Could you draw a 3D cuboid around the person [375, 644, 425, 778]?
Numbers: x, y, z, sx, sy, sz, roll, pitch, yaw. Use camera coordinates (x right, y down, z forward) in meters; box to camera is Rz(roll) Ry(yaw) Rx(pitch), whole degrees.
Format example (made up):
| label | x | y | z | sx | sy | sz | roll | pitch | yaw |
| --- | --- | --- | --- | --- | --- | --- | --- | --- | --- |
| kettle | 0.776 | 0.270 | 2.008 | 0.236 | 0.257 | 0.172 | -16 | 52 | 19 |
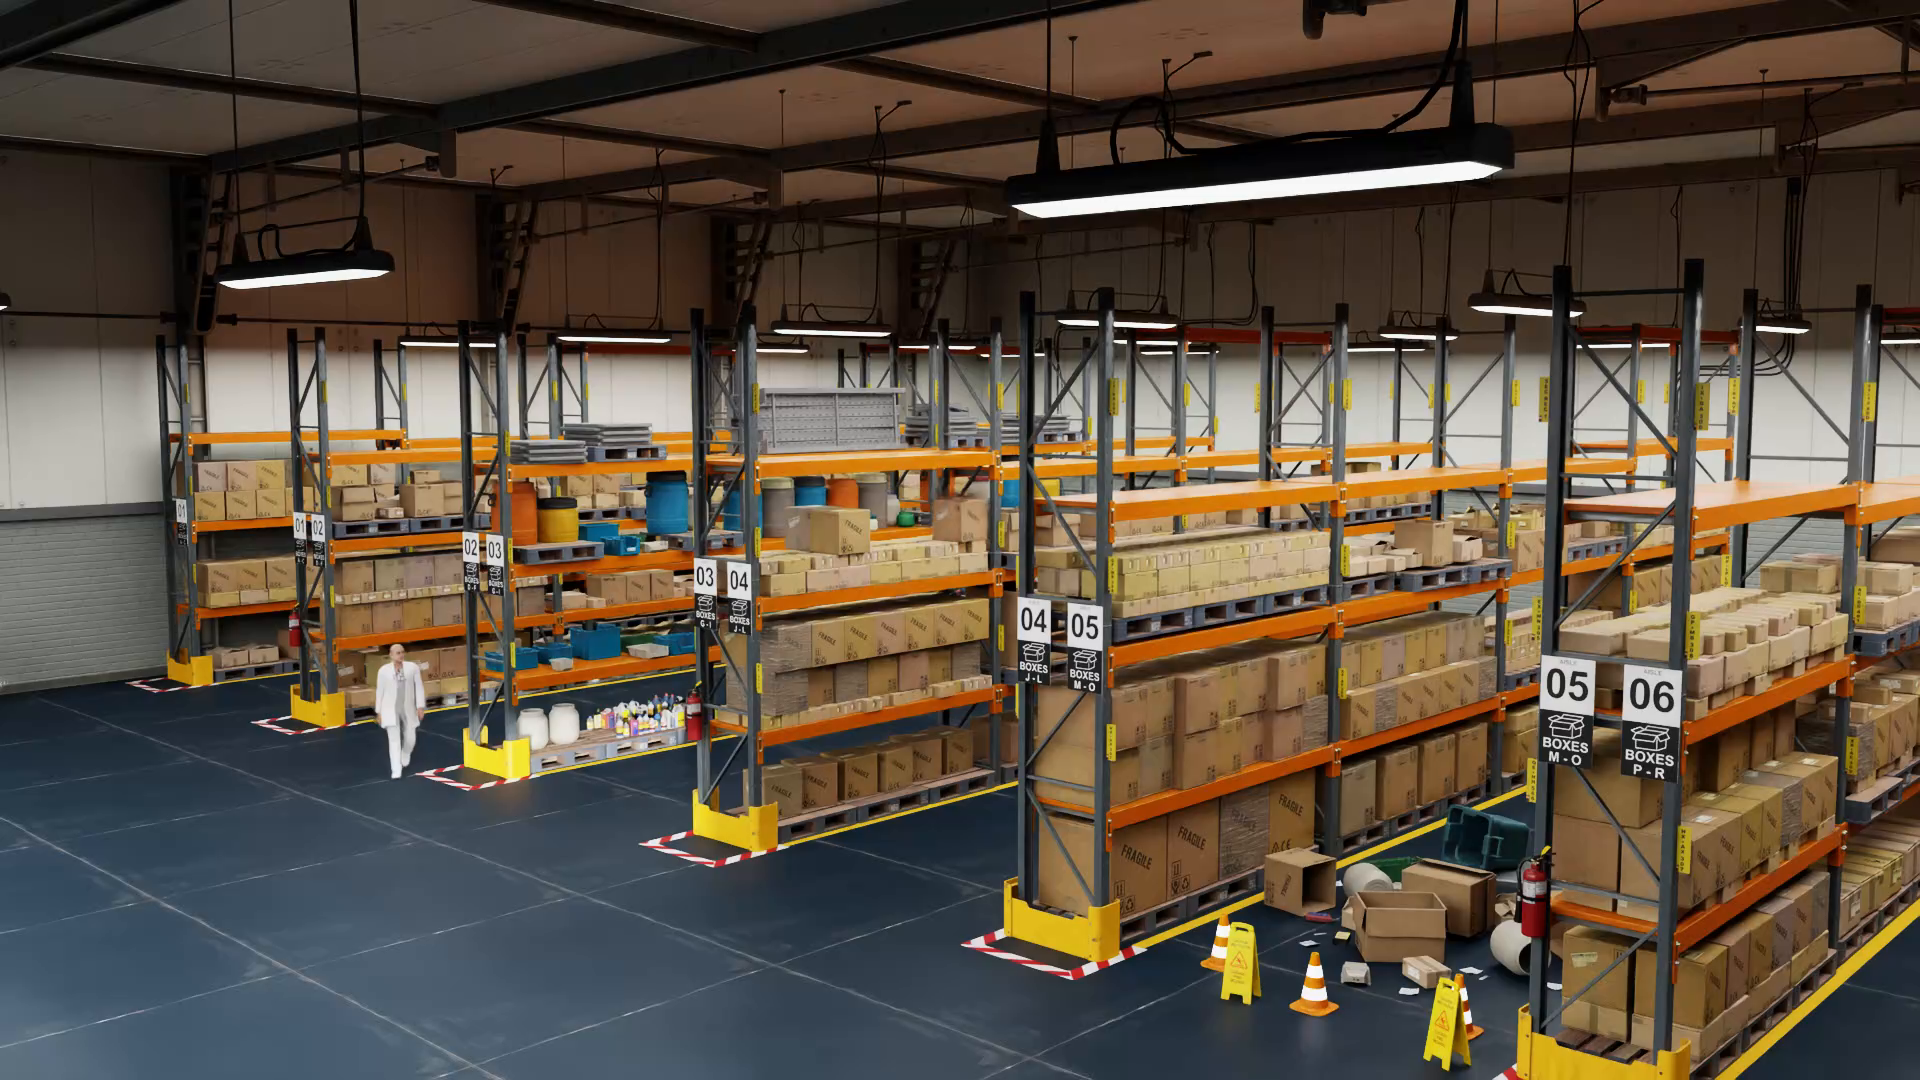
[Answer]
| label | x | y | z | sx | sy | sz | roll | pitch | yaw |
| --- | --- | --- | --- | --- | --- | --- | --- | --- | --- |
| person | -7.390 | 2.226 | 21.943 | 0.624 | 1.744 | 0.846 | -2 | 6 | -22 |
